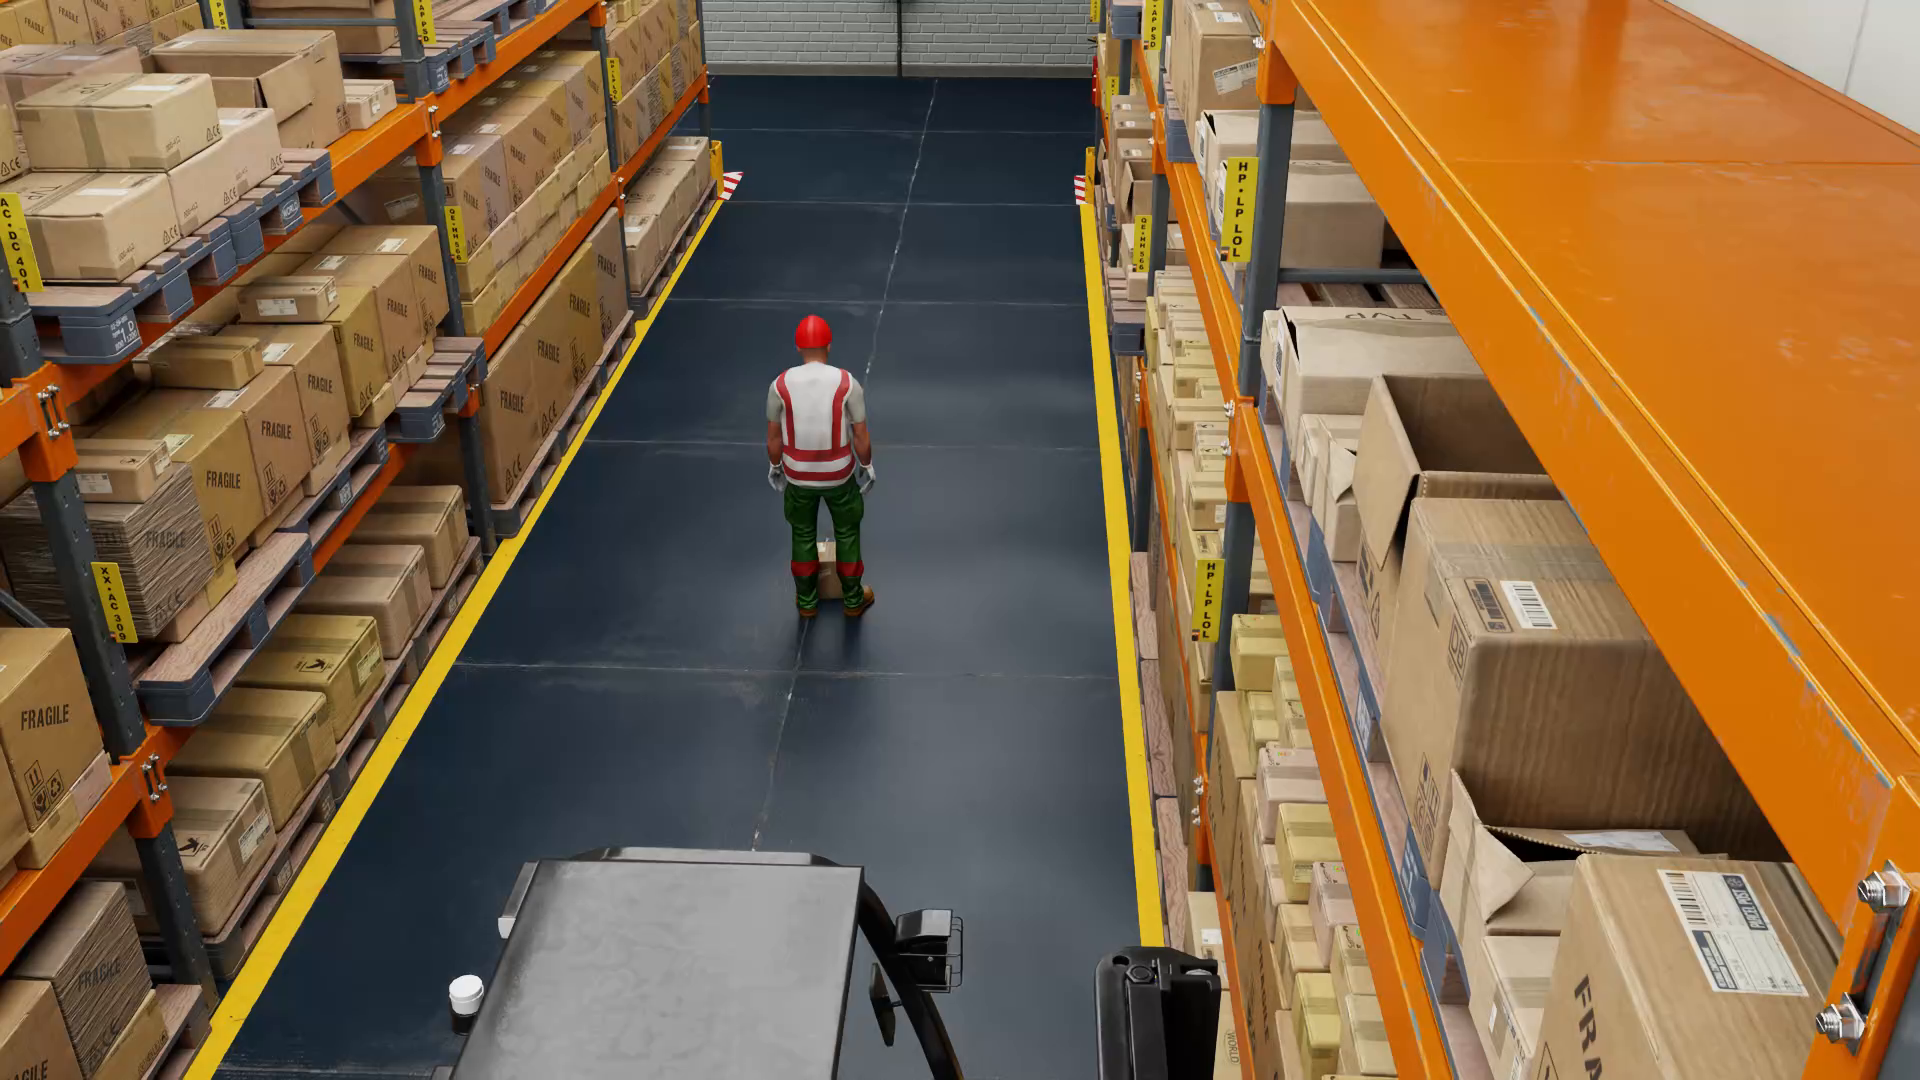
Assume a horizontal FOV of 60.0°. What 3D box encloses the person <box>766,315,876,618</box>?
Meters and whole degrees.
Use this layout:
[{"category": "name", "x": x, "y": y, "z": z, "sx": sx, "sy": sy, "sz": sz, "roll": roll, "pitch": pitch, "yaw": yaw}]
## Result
[{"category": "person", "x": -0.780, "y": -0.391, "z": 9.348, "sx": 0.608, "sy": 1.780, "sz": 0.448, "roll": 1, "pitch": 28, "yaw": 2}]
